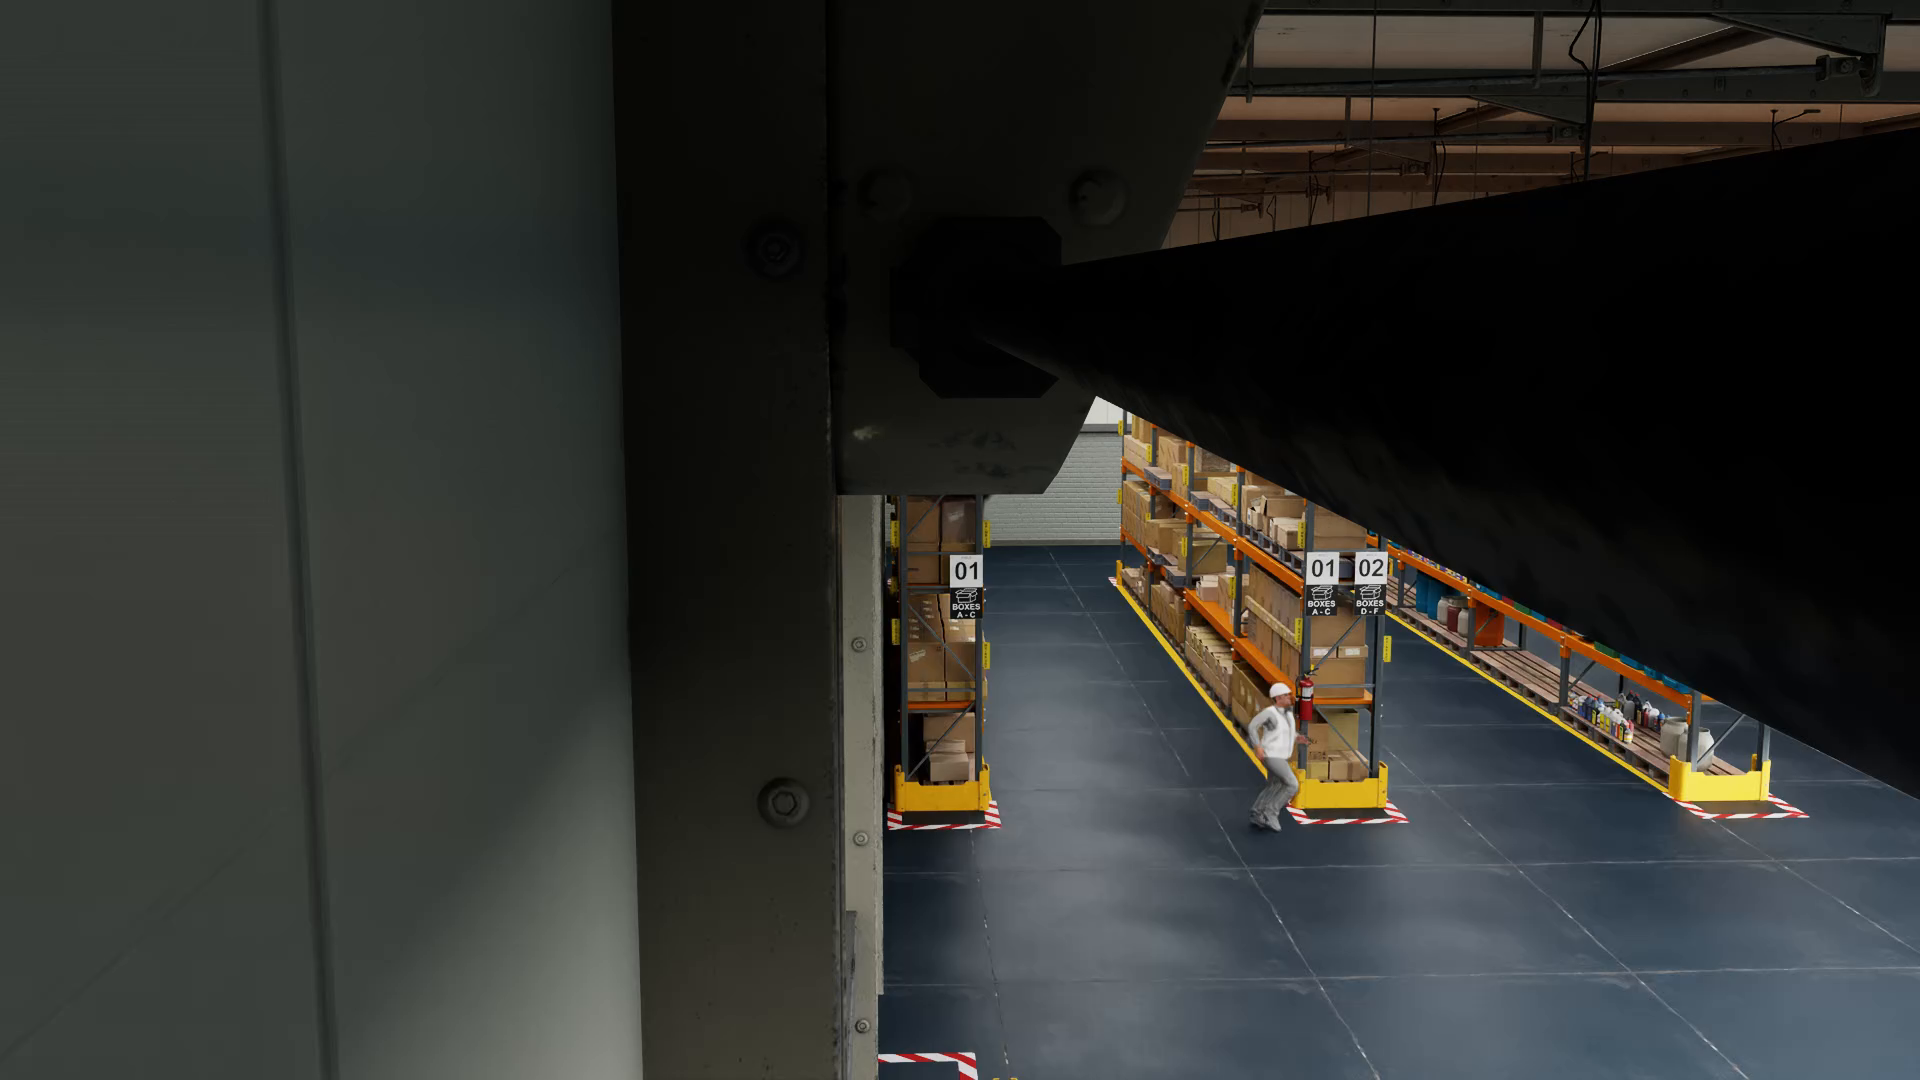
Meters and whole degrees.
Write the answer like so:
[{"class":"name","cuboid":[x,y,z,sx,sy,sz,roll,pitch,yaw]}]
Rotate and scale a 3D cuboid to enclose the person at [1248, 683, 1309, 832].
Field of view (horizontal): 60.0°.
[{"class":"person","cuboid":[3.798,2.558,19.761,0.683,1.744,0.650,6,10,35]}]
